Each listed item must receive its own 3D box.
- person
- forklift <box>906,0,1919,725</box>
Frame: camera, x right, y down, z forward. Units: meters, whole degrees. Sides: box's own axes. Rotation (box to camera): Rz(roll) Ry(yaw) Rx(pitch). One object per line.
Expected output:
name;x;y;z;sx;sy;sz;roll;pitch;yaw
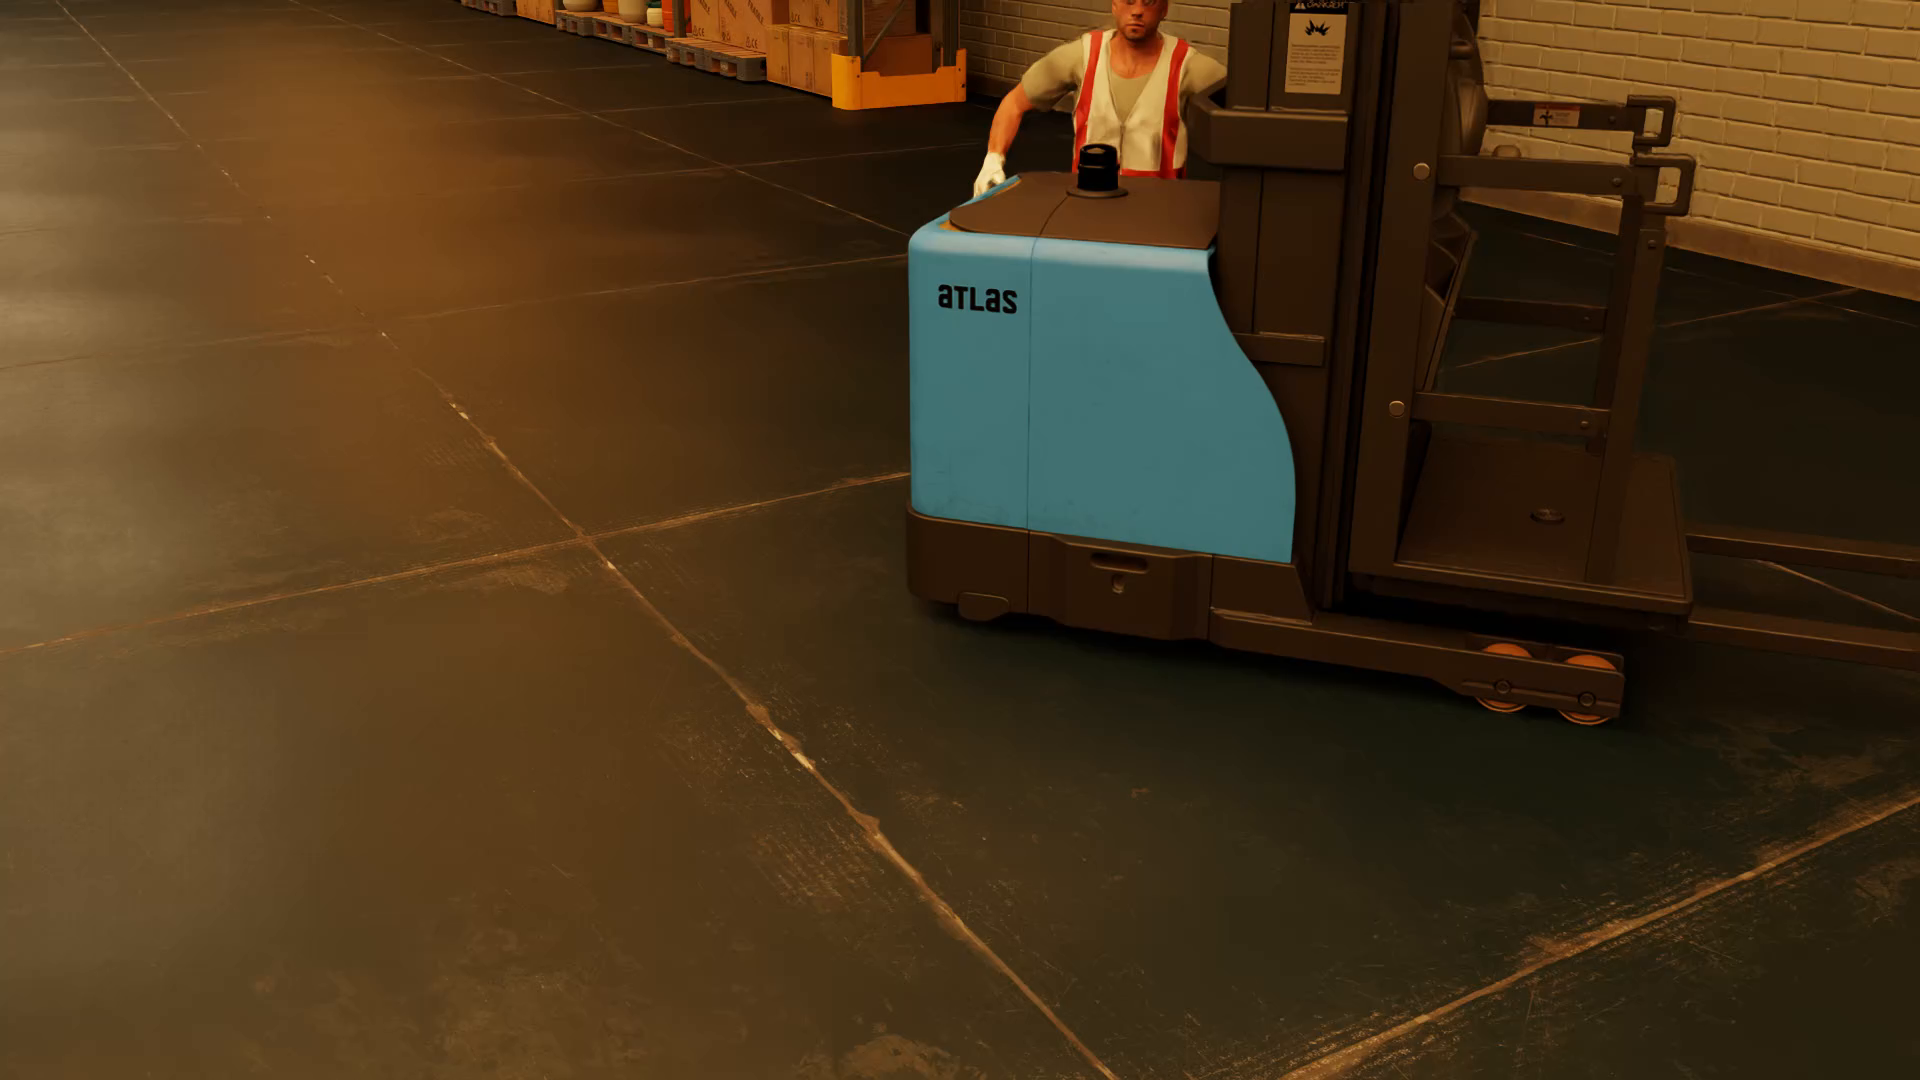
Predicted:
person;0.530;-0.992;5.347;0.997;1.719;0.682;6;23;13
forklift;1.426;-1.134;4.037;3.031;2.935;1.130;8;24;18
